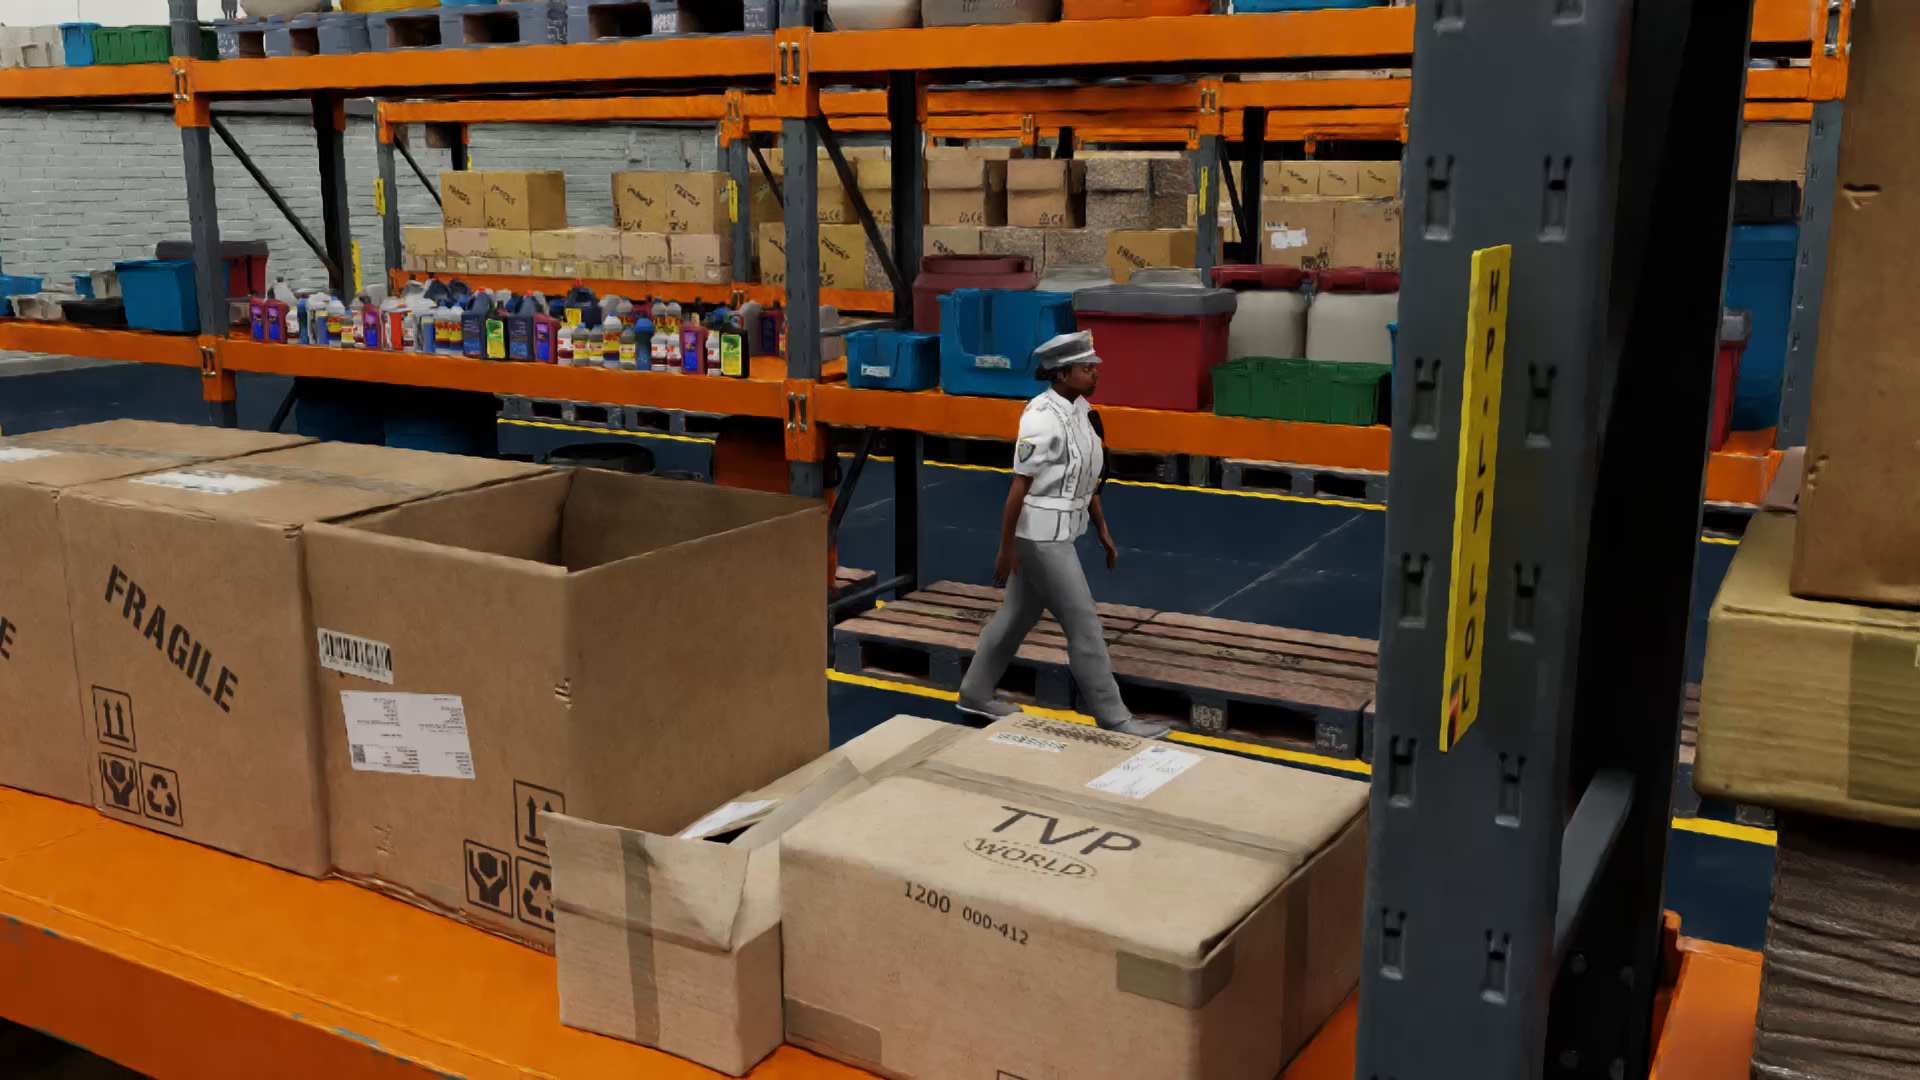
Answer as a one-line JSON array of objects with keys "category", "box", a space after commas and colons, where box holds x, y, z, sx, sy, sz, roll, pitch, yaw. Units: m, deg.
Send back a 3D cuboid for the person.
[{"category": "person", "box": [0.428, -0.028, 6.580, 0.941, 1.625, 0.465, 5, 14, 21]}]
